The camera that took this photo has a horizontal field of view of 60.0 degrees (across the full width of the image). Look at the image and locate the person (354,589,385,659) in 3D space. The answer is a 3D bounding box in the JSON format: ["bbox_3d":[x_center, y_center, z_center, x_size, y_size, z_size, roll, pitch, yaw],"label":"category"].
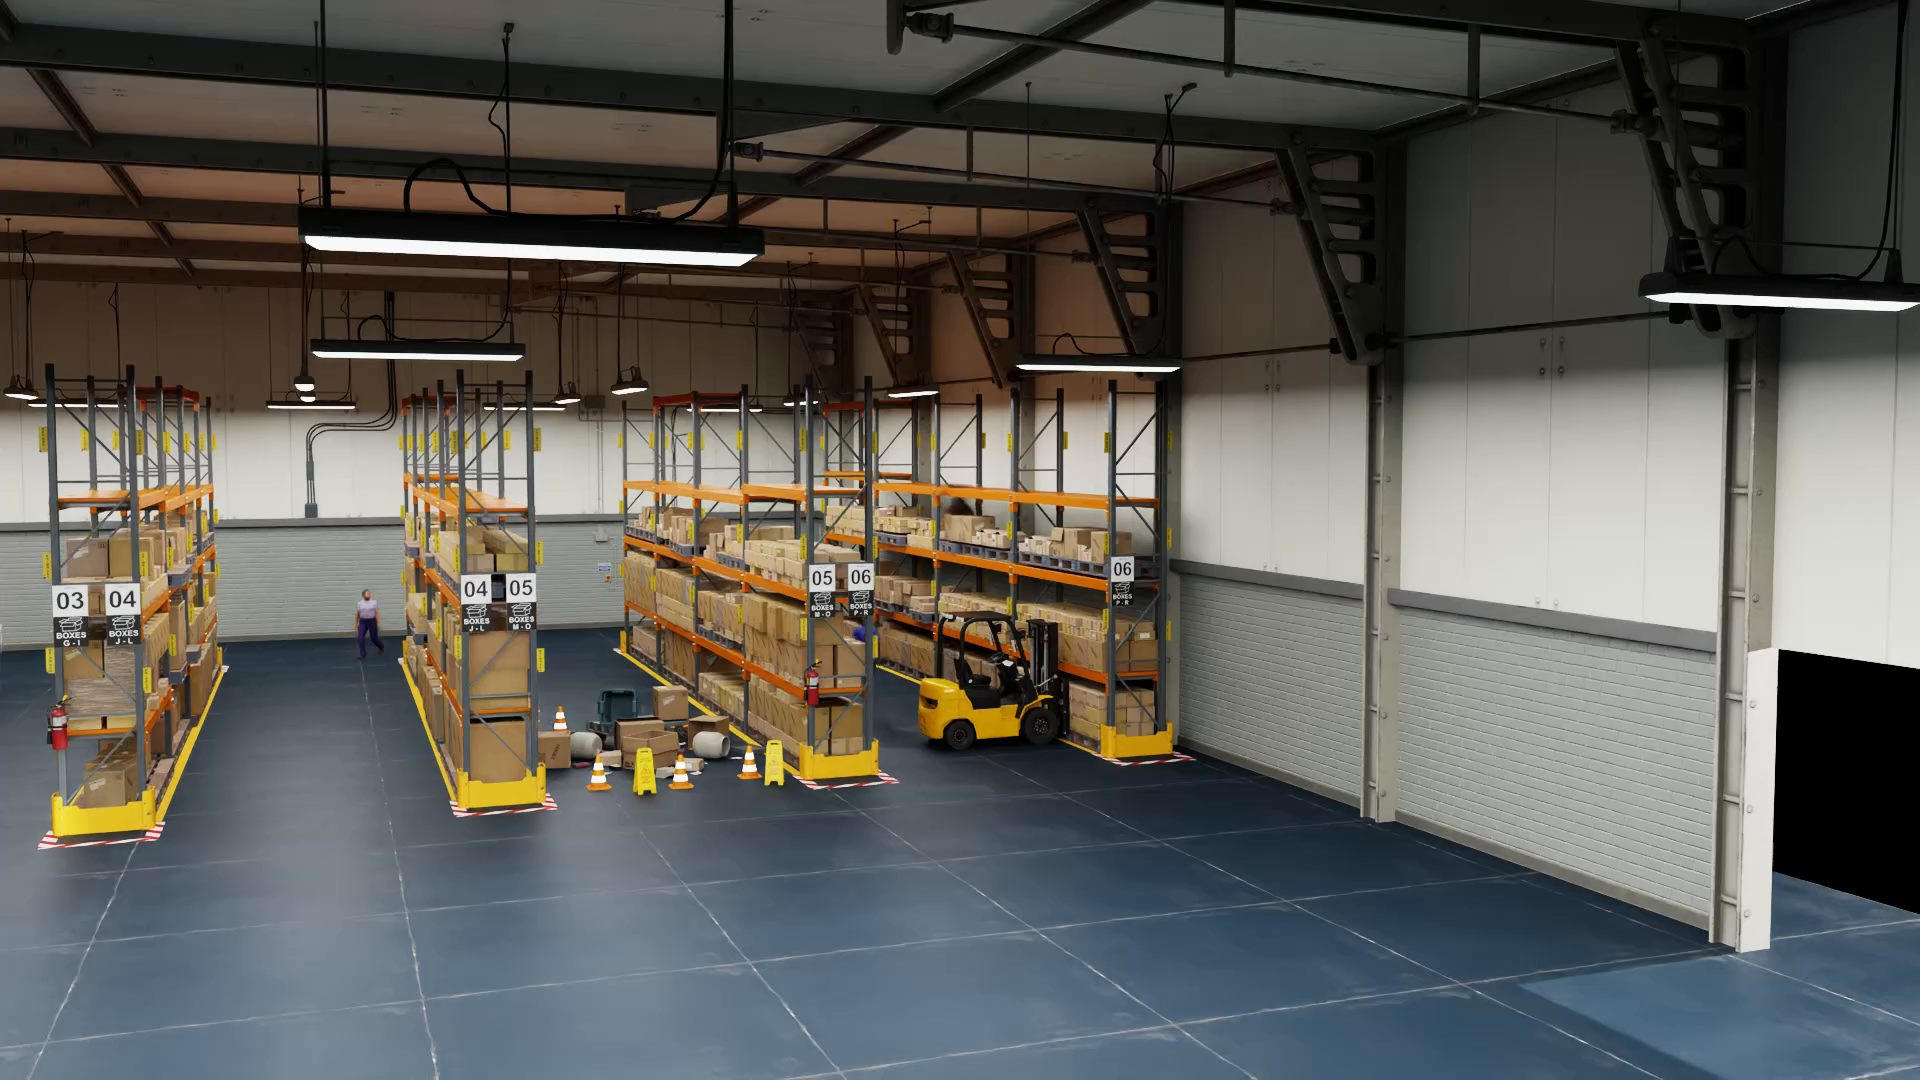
[{"bbox_3d":[-13.753,1.932,38.599,0.526,1.604,0.782,0,3,4],"label":"person"}]

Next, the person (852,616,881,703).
[{"bbox_3d":[-1.722,2.187,30.293,0.465,1.687,0.780,-1,4,-23],"label":"person"}]
